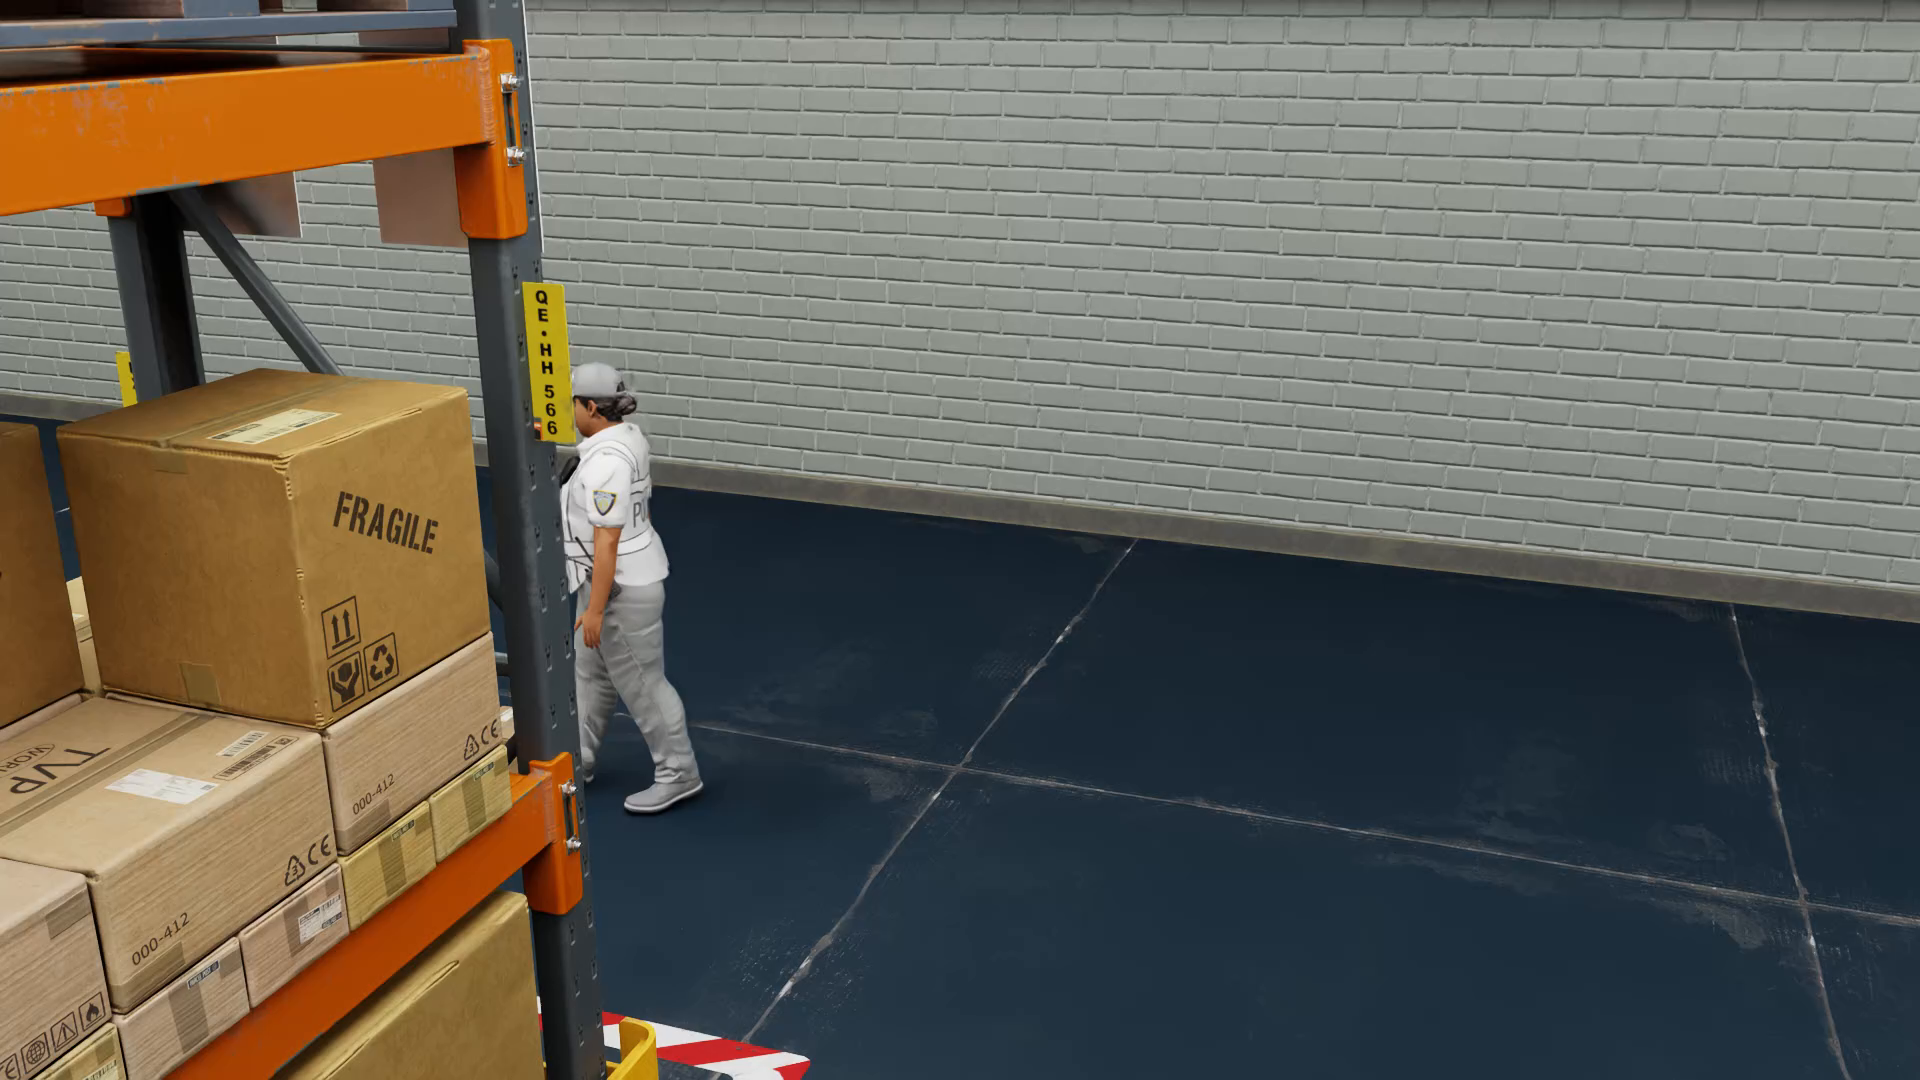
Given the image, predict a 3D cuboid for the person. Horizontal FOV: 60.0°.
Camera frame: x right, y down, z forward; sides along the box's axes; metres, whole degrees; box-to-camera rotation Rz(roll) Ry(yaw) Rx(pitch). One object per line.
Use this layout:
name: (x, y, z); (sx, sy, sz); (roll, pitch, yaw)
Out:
person: (-1.325, 0.180, 6.006); (0.716, 1.651, 0.499); (-2, 19, -7)
